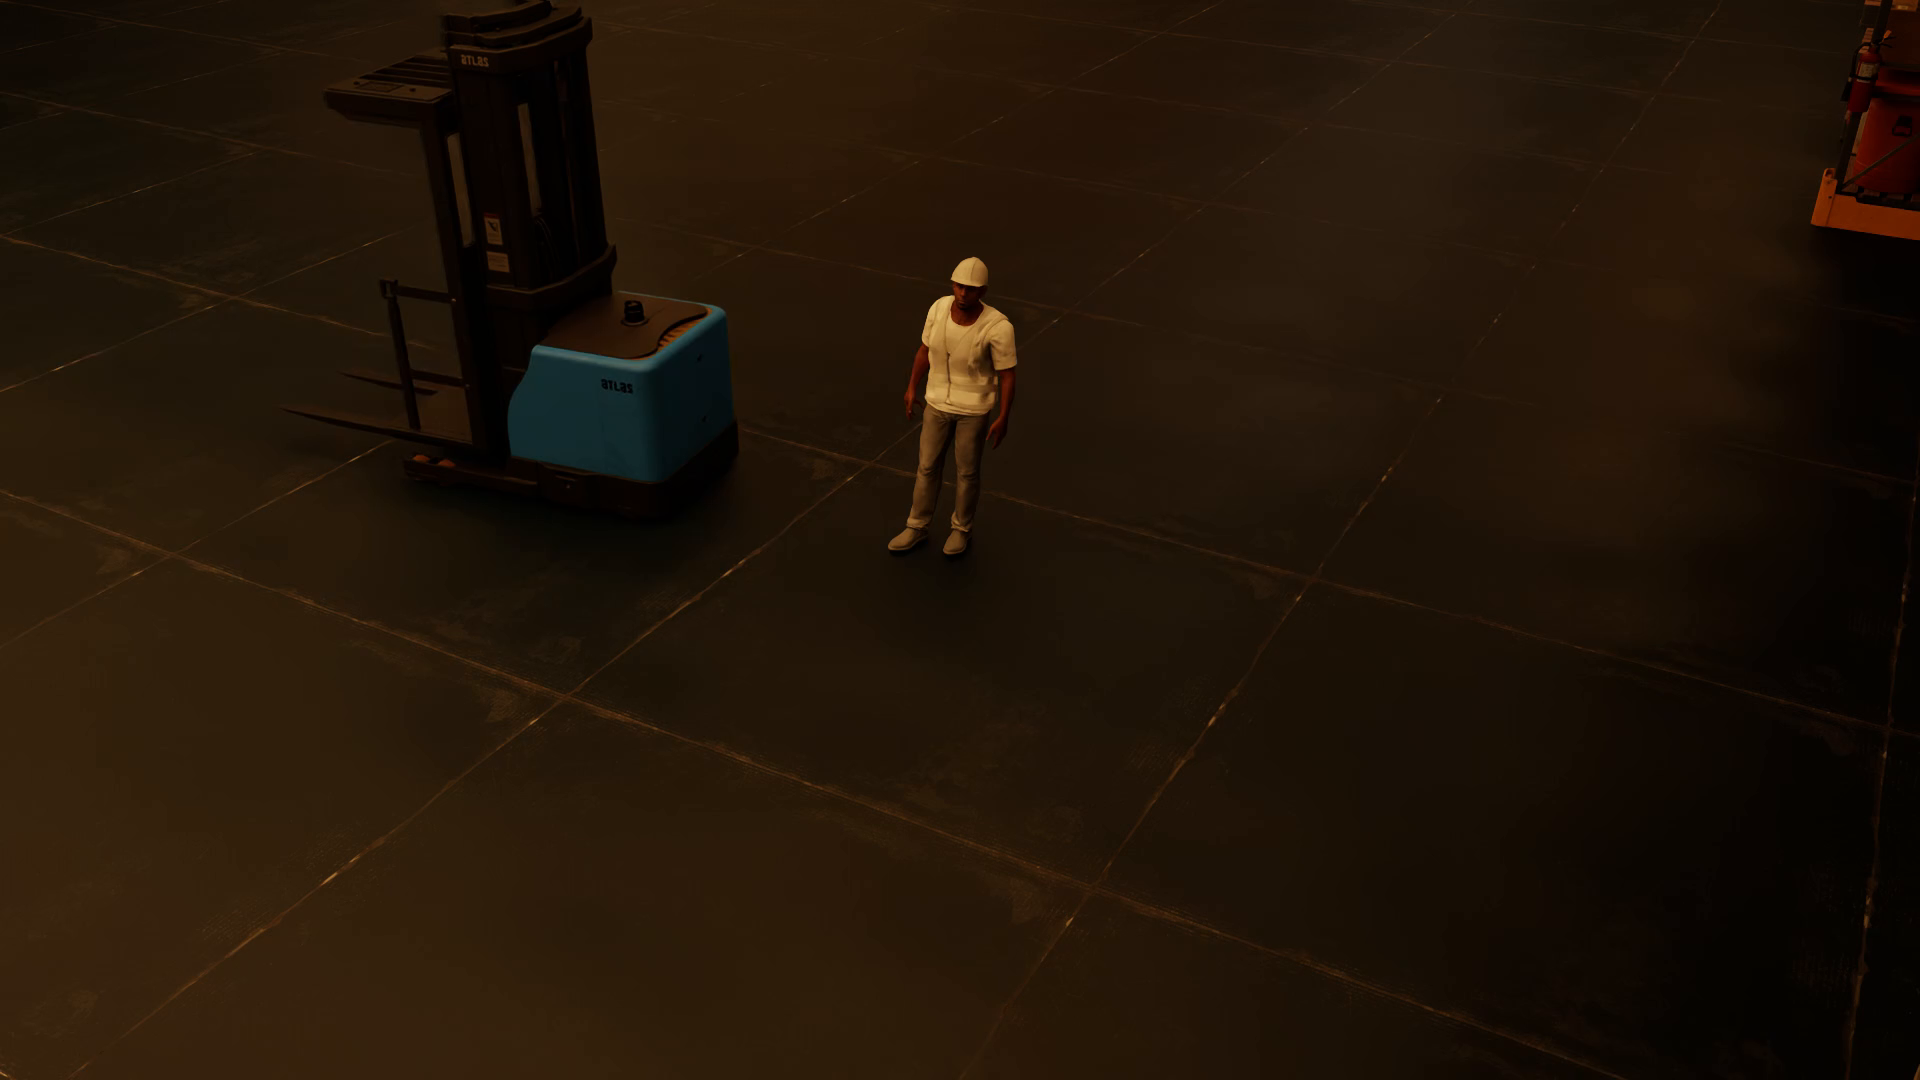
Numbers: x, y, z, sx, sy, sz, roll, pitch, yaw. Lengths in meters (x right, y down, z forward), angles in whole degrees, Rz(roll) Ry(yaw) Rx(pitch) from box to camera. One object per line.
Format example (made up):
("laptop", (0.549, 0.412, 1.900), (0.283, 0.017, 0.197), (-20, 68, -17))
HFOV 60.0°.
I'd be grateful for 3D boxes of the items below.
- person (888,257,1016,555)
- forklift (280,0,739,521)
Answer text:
("person", (-0.039, -0.743, 9.508), (0.665, 1.765, 0.577), (15, 33, 25))
("forklift", (-3.012, -1.844, 10.265), (3.031, 2.935, 1.130), (11, 32, 18))
